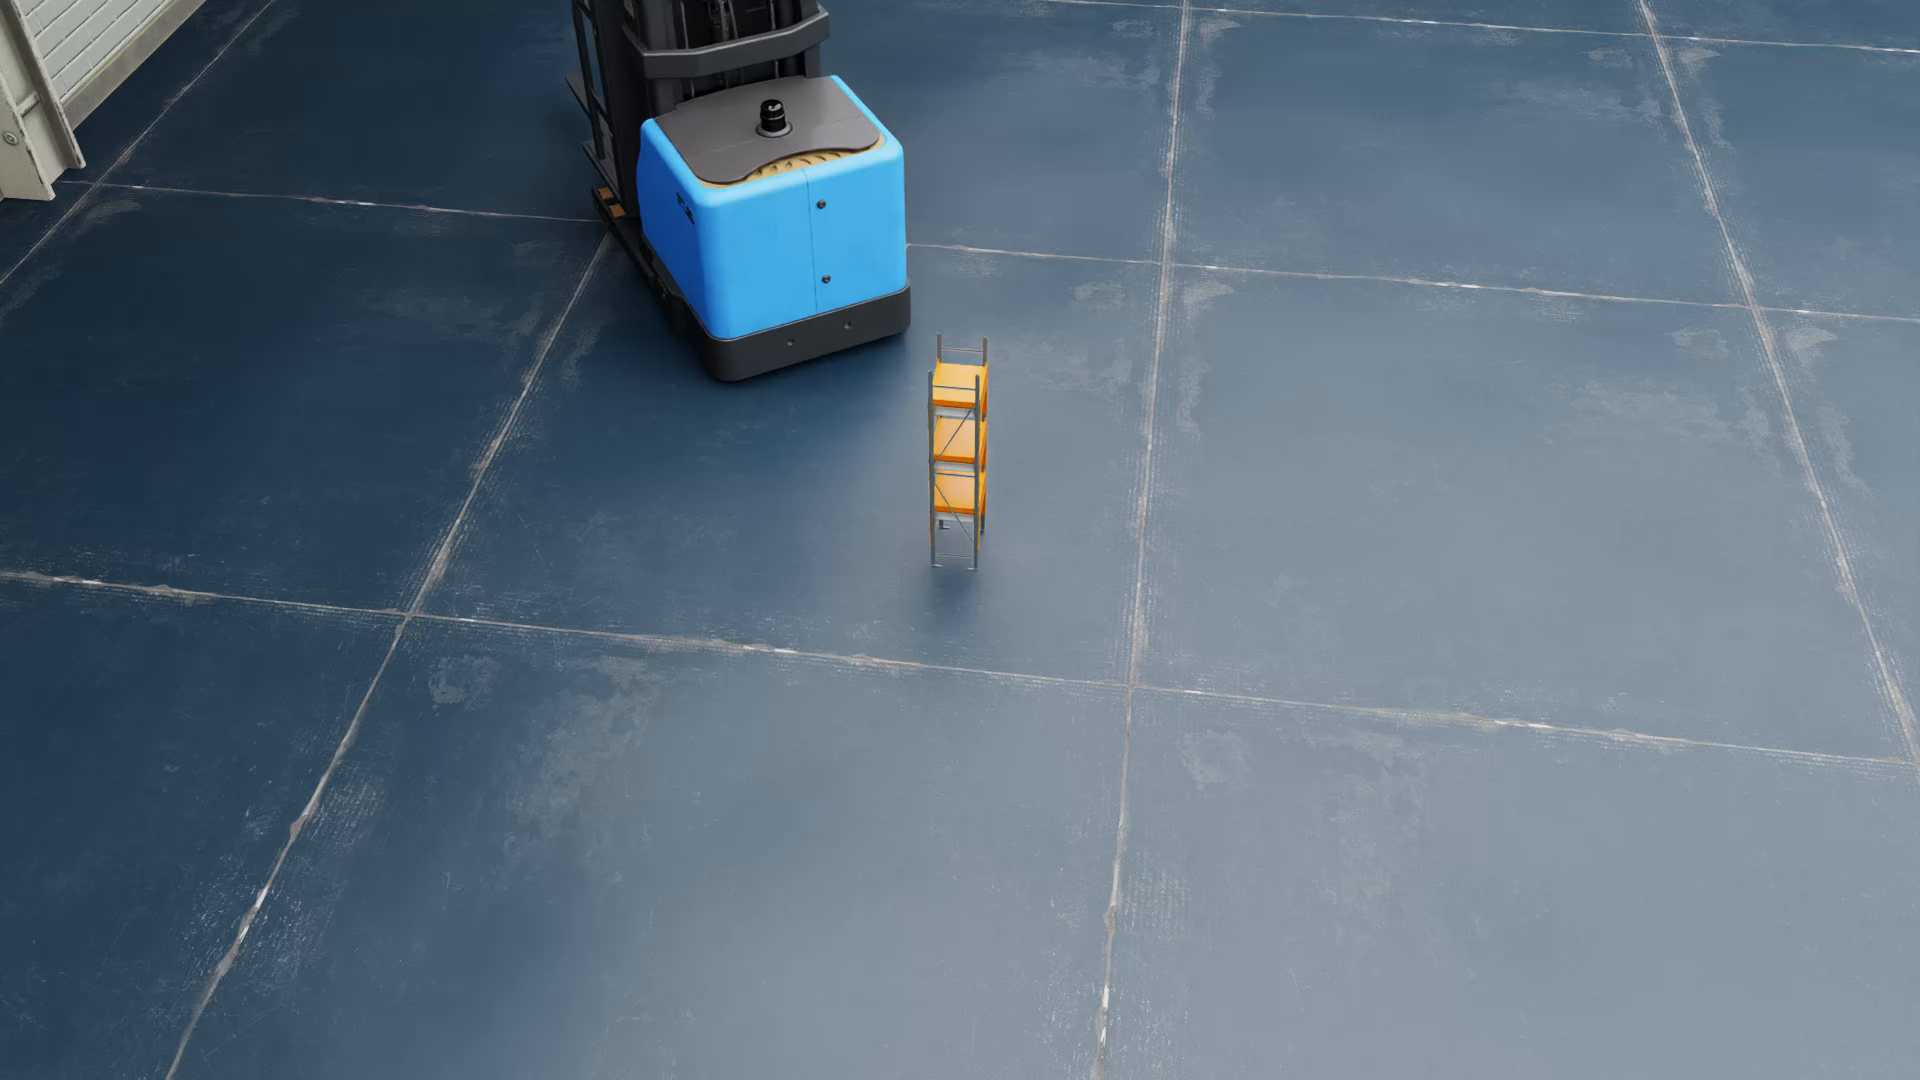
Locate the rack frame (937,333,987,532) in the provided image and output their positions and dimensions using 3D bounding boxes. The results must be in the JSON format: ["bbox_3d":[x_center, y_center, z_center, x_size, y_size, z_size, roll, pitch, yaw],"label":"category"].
[{"bbox_3d":[0.009,-0.428,6.938,0.200,1.050,0.008,5,44,6],"label":"rack frame"}]

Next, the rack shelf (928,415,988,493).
[{"bbox_3d":[-0.007,-0.337,6.858,0.215,0.259,0.240,5,44,6],"label":"rack shelf"}]

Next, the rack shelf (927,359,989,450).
[{"bbox_3d":[-0.007,-0.543,6.663,0.215,0.259,0.240,5,44,6],"label":"rack shelf"}]

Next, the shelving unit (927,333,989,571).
[{"bbox_3d":[-0.007,-0.345,6.851,0.215,1.050,0.252,5,44,6],"label":"shelving unit"}]

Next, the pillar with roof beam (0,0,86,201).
[{"bbox_3d":[-0.914,-4.912,5.892,9.100,9.000,0.400,5,44,6],"label":"pillar with roof beam"}]

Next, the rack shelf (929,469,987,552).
[{"bbox_3d":[-0.007,-0.135,7.049,0.215,0.259,0.240,5,44,6],"label":"rack shelf"}]

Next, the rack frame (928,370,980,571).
[{"bbox_3d":[-0.023,-0.262,6.763,0.200,1.050,0.008,5,44,6],"label":"rack frame"}]

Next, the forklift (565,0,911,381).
[{"bbox_3d":[-1.356,-2.838,8.115,1.130,2.935,3.031,-19,47,-19],"label":"forklift"}]
